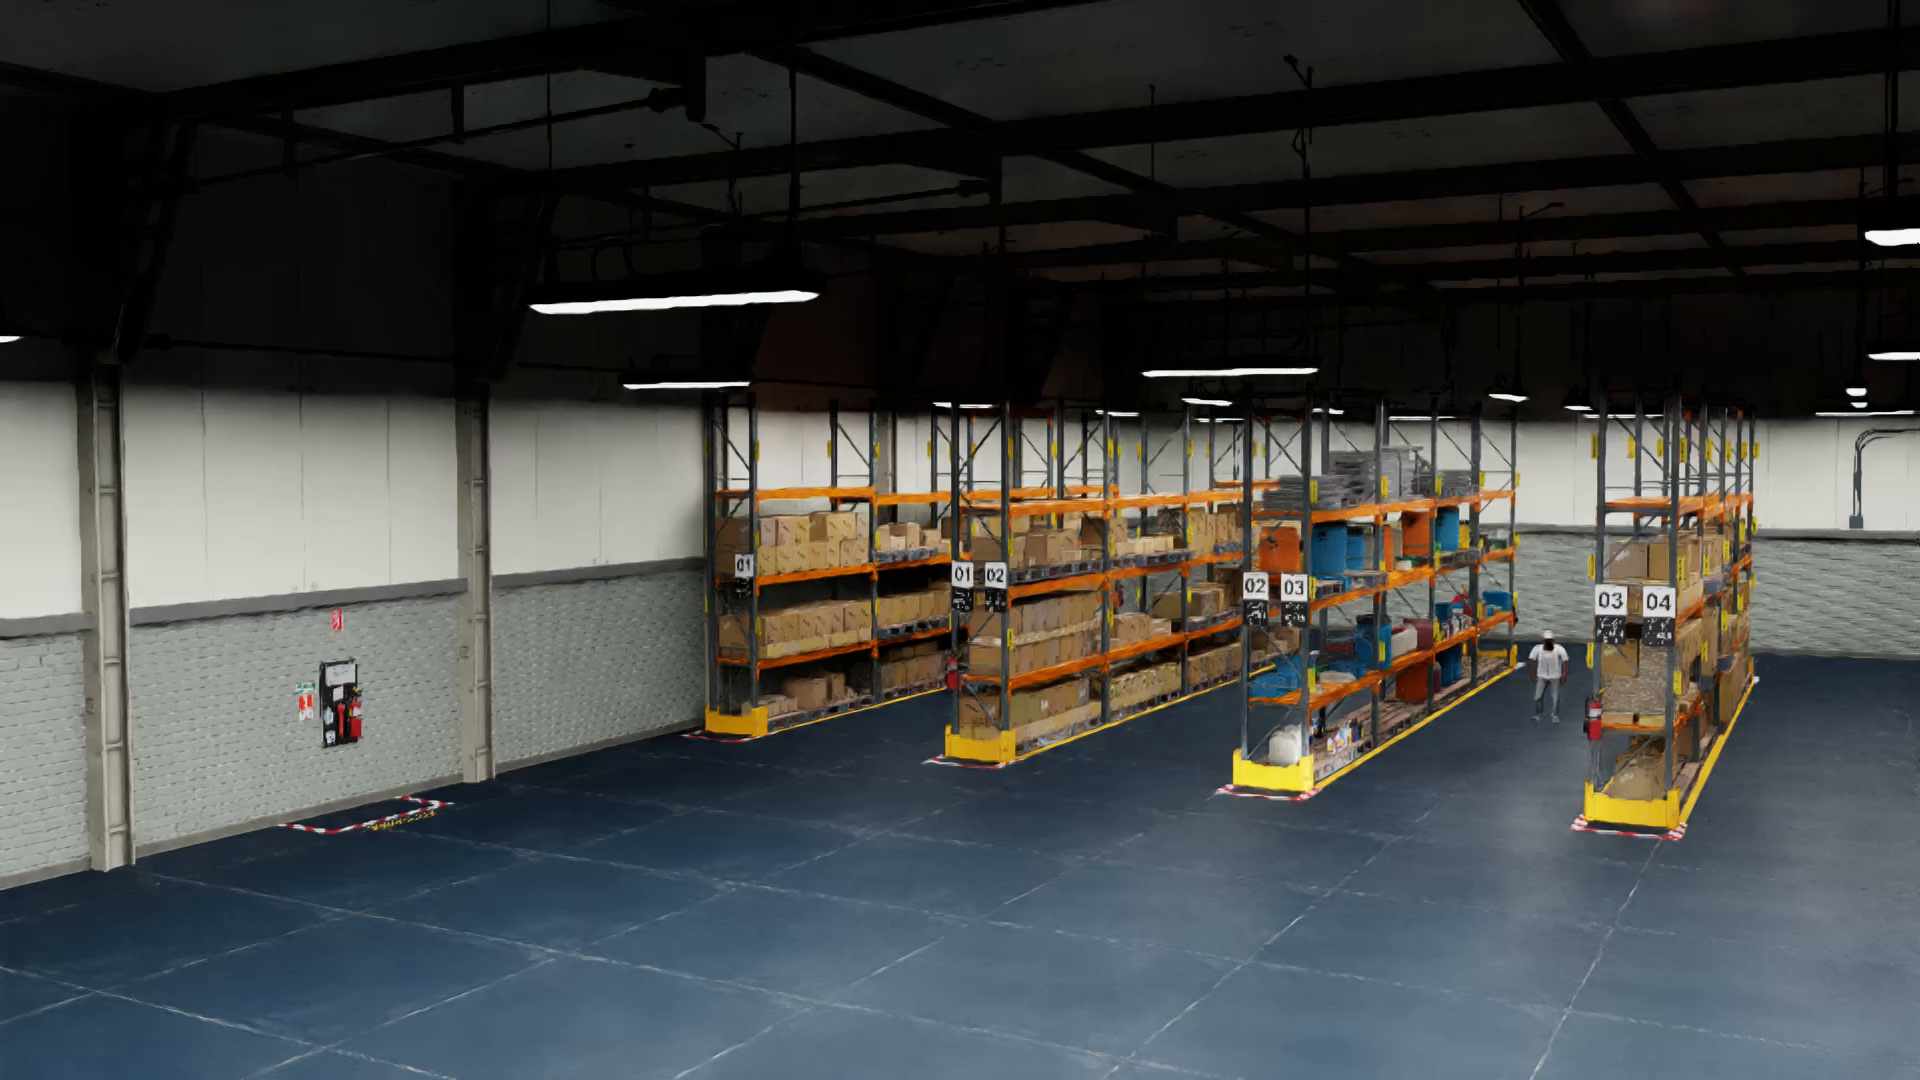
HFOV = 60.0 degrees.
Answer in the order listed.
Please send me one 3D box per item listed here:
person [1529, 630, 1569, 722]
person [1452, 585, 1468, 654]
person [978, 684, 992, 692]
[{"bbox_3d":[10.797,2.504,30.524,0.719,1.714,0.578,2,3,28],"label":"person"},{"bbox_3d":[12.185,1.946,40.766,0.740,1.720,0.538,-1,3,-14],"label":"person"},{"bbox_3d":[0.549,2.574,30.745,0.415,1.504,1.042,2,3,26],"label":"person"}]
